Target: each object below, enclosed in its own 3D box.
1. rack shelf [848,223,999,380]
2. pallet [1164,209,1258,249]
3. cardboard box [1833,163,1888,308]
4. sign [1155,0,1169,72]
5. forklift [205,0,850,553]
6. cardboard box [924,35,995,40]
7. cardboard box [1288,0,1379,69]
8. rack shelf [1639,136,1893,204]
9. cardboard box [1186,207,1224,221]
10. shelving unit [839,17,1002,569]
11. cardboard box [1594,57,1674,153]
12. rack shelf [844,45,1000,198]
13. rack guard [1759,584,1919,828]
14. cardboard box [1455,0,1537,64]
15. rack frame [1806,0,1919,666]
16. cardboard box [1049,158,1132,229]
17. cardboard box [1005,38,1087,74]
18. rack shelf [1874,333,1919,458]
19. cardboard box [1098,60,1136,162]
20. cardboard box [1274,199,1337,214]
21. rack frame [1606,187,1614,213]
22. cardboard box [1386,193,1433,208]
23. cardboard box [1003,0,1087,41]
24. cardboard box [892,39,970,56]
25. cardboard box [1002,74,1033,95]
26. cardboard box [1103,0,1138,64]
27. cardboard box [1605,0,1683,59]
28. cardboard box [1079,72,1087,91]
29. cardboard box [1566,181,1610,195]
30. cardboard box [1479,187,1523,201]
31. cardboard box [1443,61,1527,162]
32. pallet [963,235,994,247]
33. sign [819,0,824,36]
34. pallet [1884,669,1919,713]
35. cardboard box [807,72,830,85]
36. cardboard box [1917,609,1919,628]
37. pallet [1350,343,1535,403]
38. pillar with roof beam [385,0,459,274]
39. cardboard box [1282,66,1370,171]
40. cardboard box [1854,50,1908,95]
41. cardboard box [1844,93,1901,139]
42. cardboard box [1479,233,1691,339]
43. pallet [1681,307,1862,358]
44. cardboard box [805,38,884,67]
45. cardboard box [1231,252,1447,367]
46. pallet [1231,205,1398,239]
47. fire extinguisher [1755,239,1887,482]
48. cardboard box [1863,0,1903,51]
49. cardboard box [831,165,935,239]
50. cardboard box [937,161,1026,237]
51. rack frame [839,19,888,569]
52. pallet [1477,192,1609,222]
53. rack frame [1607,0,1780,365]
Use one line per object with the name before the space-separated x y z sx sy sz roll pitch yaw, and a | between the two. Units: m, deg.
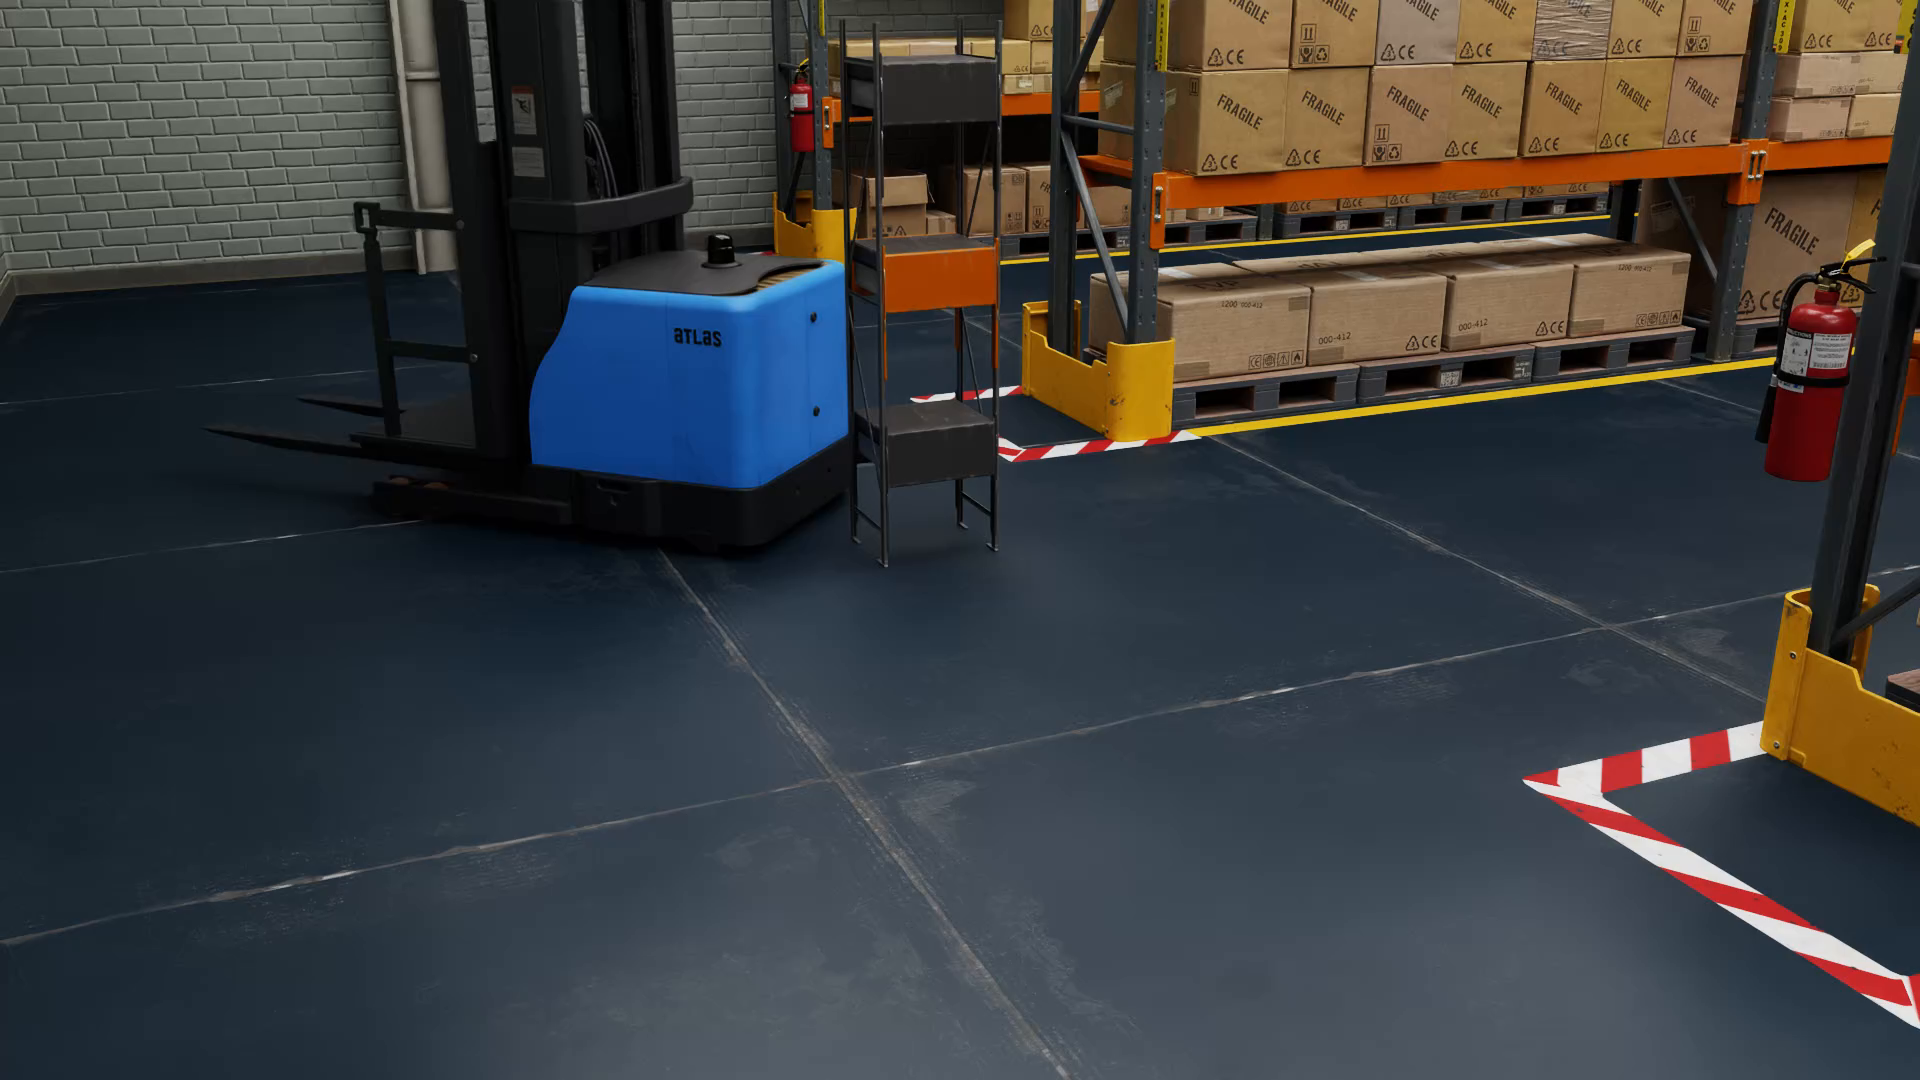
rack shelf | -0.152 -0.956 6.616 0.480 0.518 0.431 -8 21 -22
pallet | 1.811 -2.741 14.488 1.213 0.211 1.003 -8 21 -22
cardboard box | 5.776 -2.056 10.911 0.875 0.875 0.875 -8 21 -20
sign | 0.953 -2.382 7.849 0.005 0.325 0.100 -8 21 -22
forklift | -2.038 -1.621 7.214 3.031 2.935 1.130 7 21 20
cardboard box | 0.017 -3.962 13.536 0.500 0.250 0.500 -7 21 -20
cardboard box | 1.764 -2.672 8.438 0.500 0.500 0.500 -9 21 -23
rack shelf | 6.248 -2.557 10.850 4.000 0.370 1.077 -8 21 -22
cardboard box | 2.047 -2.837 14.222 0.250 0.149 0.380 -9 21 -24
shelving unit | -0.152 -0.969 6.611 0.503 2.100 0.431 -8 21 -22
cardboard box | 3.617 -2.472 9.375 0.500 0.500 0.500 -9 21 -23
rack shelf | -0.152 -1.616 6.384 0.480 0.518 0.431 -8 21 -22
rack guard | 2.862 0.559 4.683 0.348 0.500 1.175 -8 21 -22
cardboard box | 2.692 -2.808 8.824 0.500 0.500 0.500 -8 21 -22
rack frame | 2.793 -0.610 4.239 0.127 3.000 1.000 -8 21 -22
cardboard box | 1.122 -2.928 13.952 0.500 0.500 0.700 -9 21 -24
cardboard box | 0.681 -3.875 13.288 0.500 0.250 0.500 -9 21 -23
rack shelf | 4.629 -0.534 5.106 4.000 0.370 1.077 -8 21 -22
cardboard box | 1.077 -2.298 8.881 0.500 0.500 0.500 -8 21 -22
cardboard box | 2.976 -3.160 14.612 0.500 0.500 0.500 -7 21 -20
rack frame | 6.115 -4.672 15.775 0.127 3.000 1.000 -8 21 -22
cardboard box | 3.921 -3.297 15.002 0.500 0.500 0.500 -9 21 -24
cardboard box | 0.670 -4.218 13.134 0.500 0.500 0.500 -8 21 -21
cardboard box | -0.244 -3.733 12.886 0.500 0.250 0.500 -8 21 -21
cardboard box | 0.383 -3.615 13.151 0.250 0.149 0.380 -9 21 -23
cardboard box | 1.088 -2.761 8.692 0.500 0.500 0.500 -7 21 -20
cardboard box | 3.619 -2.941 9.202 0.500 0.500 0.500 -8 21 -23
cardboard box | 0.826 -3.711 13.423 0.250 0.149 0.380 -8 21 -22
cardboard box | 5.812 -3.570 15.776 0.500 0.500 0.500 -8 21 -20
cardboard box | 4.869 -3.438 15.401 0.500 0.500 0.500 -7 21 -20
cardboard box | 2.675 -2.337 8.992 0.500 0.500 0.500 -7 21 -20
pallet | -0.429 -2.420 13.576 1.213 0.211 1.003 -8 21 -22
sign | -1.015 -3.863 12.173 0.005 0.325 0.100 -8 21 -22
pallet | 3.622 0.599 5.004 1.213 0.211 1.003 -8 21 -22
cardboard box | -1.032 -3.627 13.184 0.250 0.149 0.380 -8 21 -23
cardboard box | 3.164 0.239 5.038 0.250 0.149 0.380 -9 21 -23
pallet | 2.561 -1.080 9.770 1.213 0.211 1.003 -8 21 -22
pillar with roof beam | -2.358 -5.057 7.835 0.400 9.000 9.100 -8 21 -22
cardboard box | 1.747 -2.204 8.616 0.500 0.500 0.500 -8 21 -23
cardboard box | 5.395 -2.847 10.064 0.500 0.250 0.500 -8 21 -21
cardboard box | 5.395 -2.608 10.138 0.500 0.250 0.500 -9 21 -23
cardboard box | 3.793 -1.573 10.197 0.875 0.438 0.875 -8 21 -23
pallet | 5.091 -1.442 10.800 1.213 0.211 1.003 -8 21 -22
cardboard box | -0.913 -3.831 13.163 0.500 0.250 0.500 -8 21 -20
cardboard box | 2.143 -1.336 9.527 0.875 0.438 0.875 -8 21 -20
pallet | 3.174 -2.949 15.080 1.213 0.211 1.003 -8 21 -22
fire extinguisher | 2.379 -0.506 4.620 0.183 0.674 0.296 -8 21 -22
cardboard box | 5.386 -3.197 9.930 0.500 0.500 0.500 -8 21 -22
cardboard box | -0.631 -2.692 13.278 0.637 0.503 0.797 -9 21 -24
cardboard box | 0.169 -2.791 13.564 0.500 0.500 0.700 -7 21 -20
rack frame | -0.376 -0.937 6.520 0.015 2.100 0.400 -8 21 -22
pallet | 5.415 -3.270 15.992 1.213 0.211 1.003 -8 21 -22
rack frame | 4.412 -2.633 9.983 0.127 3.000 1.000 -8 21 -22
